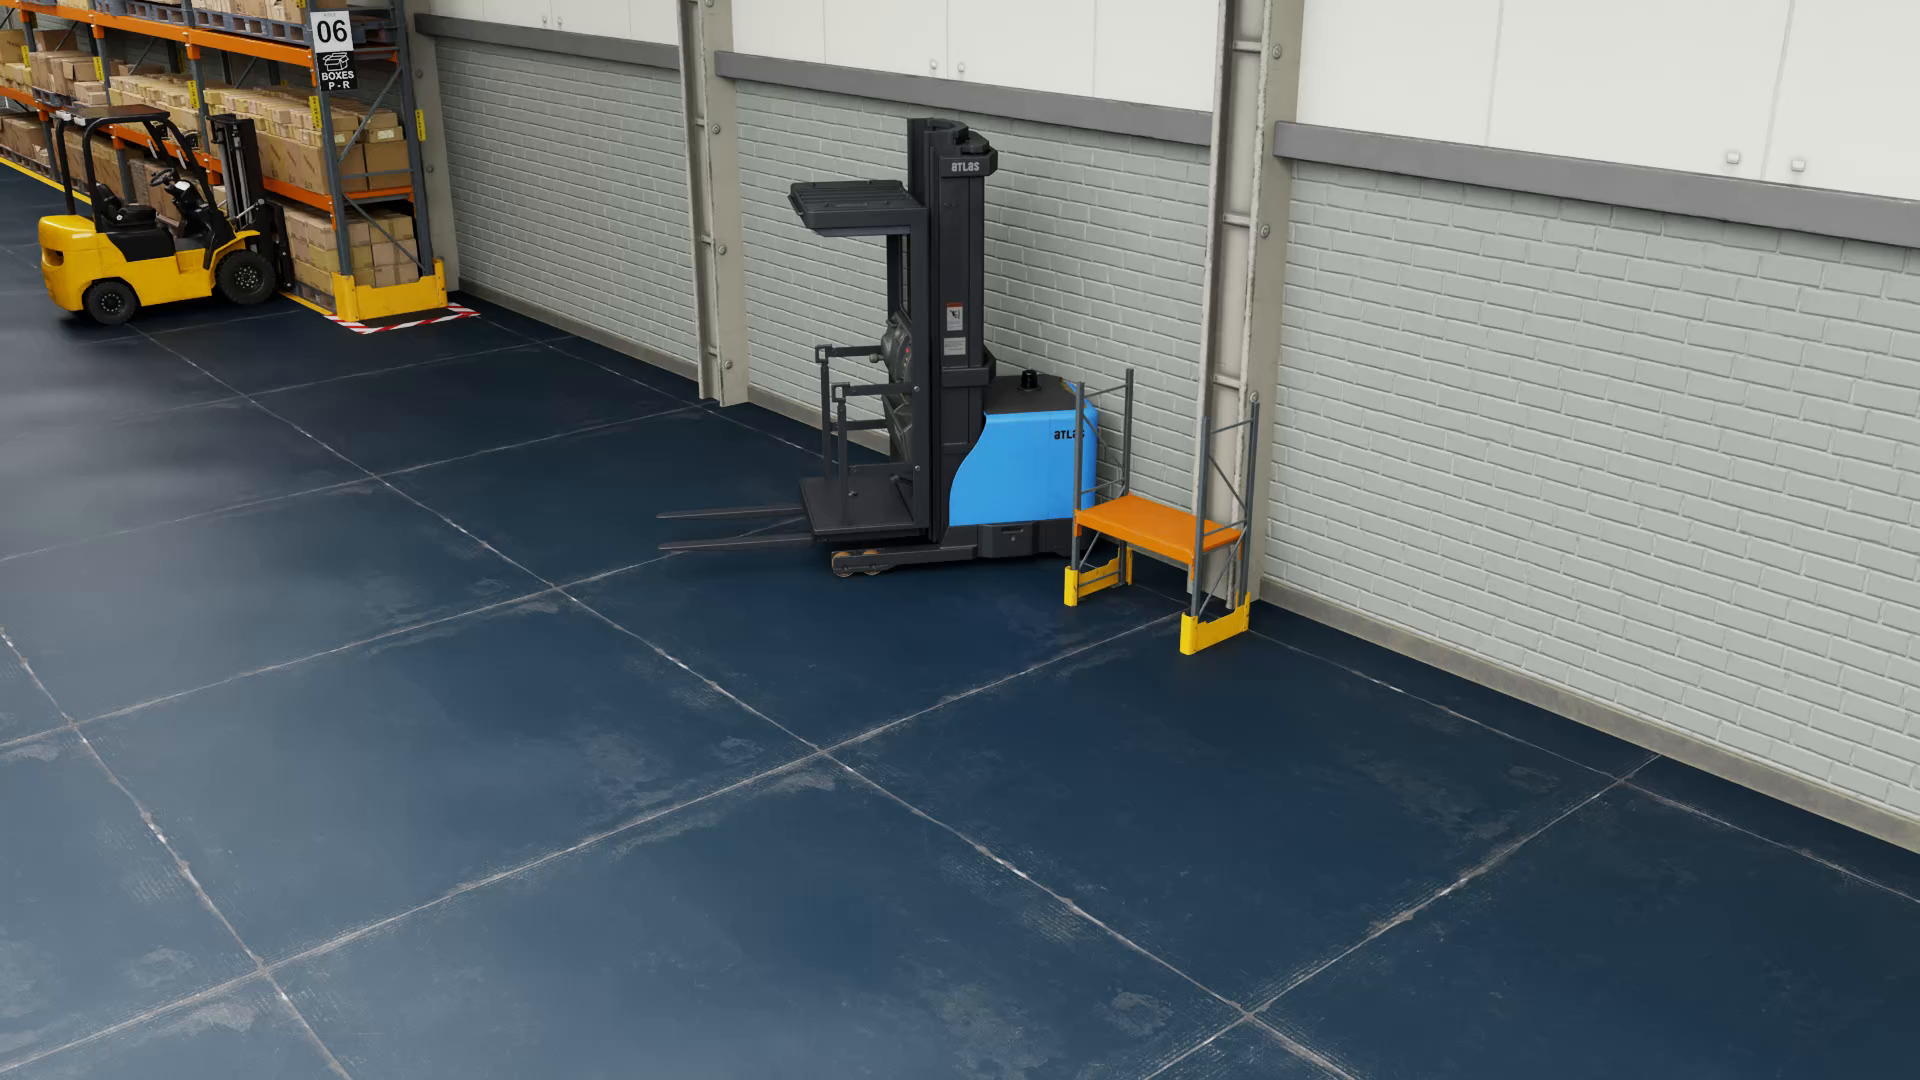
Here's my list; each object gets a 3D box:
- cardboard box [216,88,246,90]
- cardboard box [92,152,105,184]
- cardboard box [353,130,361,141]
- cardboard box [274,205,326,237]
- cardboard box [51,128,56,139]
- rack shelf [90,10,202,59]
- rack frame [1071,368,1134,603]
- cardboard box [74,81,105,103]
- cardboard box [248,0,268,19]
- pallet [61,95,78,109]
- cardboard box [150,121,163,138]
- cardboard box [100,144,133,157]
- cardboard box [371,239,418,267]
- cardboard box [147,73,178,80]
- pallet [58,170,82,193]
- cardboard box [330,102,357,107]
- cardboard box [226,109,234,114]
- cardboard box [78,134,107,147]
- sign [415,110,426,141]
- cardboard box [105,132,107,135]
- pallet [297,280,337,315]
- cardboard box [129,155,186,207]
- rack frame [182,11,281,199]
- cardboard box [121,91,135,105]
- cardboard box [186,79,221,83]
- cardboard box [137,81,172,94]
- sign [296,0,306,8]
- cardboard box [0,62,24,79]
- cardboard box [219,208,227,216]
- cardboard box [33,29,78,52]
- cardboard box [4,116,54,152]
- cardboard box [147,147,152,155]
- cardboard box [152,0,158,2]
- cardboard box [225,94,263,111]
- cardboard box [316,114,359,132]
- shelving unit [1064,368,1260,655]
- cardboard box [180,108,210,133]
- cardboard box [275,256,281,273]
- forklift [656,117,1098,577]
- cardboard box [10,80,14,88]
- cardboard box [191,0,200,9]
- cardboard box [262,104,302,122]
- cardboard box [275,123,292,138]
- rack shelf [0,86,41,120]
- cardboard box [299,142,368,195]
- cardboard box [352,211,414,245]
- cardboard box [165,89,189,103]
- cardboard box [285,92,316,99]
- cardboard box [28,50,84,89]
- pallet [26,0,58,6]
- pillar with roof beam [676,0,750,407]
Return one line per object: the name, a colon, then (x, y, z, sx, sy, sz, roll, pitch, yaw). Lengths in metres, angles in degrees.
cardboard box: (-9.463, -5.767, 21.568, 0.380, 0.149, 0.250, -18, 28, -38)
cardboard box: (-12.628, -5.536, 24.856, 0.500, 0.500, 0.500, -16, 27, -35)
cardboard box: (-6.539, -4.500, 18.335, 0.380, 0.149, 0.250, -17, 27, -37)
cardboard box: (-7.516, -3.654, 19.023, 0.500, 0.250, 0.500, -17, 27, -37)
cardboard box: (-14.105, -6.430, 26.250, 0.380, 0.149, 0.250, -16, 26, -35)
rack shelf: (-10.221, -6.663, 21.756, 1.077, 0.370, 4.000, -17, 27, -37)
rack frame: (0.921, -0.344, 10.806, 0.500, 1.500, 0.032, -18, 28, -39)
cardboard box: (-12.461, -6.494, 24.080, 0.500, 0.250, 0.500, -19, 28, -40)
cardboard box: (-7.371, -6.000, 18.226, 0.700, 0.500, 0.500, -17, 27, -37)
pallet: (-12.800, -6.600, 24.986, 1.003, 0.211, 1.213, -17, 27, -37)
cardboard box: (-10.419, -5.479, 22.064, 0.500, 0.250, 0.500, -16, 27, -36)
cardboard box: (-12.381, -5.715, 24.424, 0.380, 0.149, 0.250, -19, 28, -39)
cardboard box: (-6.454, -3.271, 18.731, 0.500, 0.250, 0.500, -17, 27, -36)
cardboard box: (-11.161, -6.461, 23.339, 0.380, 0.149, 0.250, -16, 27, -36)
pallet: (-13.578, -5.745, 26.362, 1.003, 0.211, 1.213, -17, 27, -37)
cardboard box: (-7.032, -4.863, 18.852, 0.380, 0.149, 0.250, -16, 27, -36)
cardboard box: (-8.441, -5.024, 19.672, 0.380, 0.149, 0.250, -17, 27, -36)
cardboard box: (-13.206, -6.084, 25.367, 0.380, 0.149, 0.250, -16, 27, -36)
sign: (-5.881, -4.514, 18.100, 0.100, 0.325, 0.005, -17, 27, -37)
cardboard box: (-13.151, -6.358, 26.067, 0.380, 0.149, 0.250, -19, 28, -40)
pallet: (-6.836, -2.846, 18.962, 1.003, 0.211, 1.213, -17, 27, -37)
cardboard box: (-11.130, -5.068, 23.490, 0.875, 0.625, 0.625, -16, 27, -36)
rack frame: (-8.916, -5.049, 20.761, 1.000, 3.000, 0.127, -17, 27, -37)
cardboard box: (-11.096, -5.997, 22.703, 0.500, 0.250, 0.500, -16, 27, -36)
cardboard box: (-10.232, -6.138, 22.515, 0.380, 0.149, 0.250, -18, 28, -38)
cardboard box: (-10.813, -6.074, 22.353, 0.380, 0.149, 0.250, -17, 27, -37)
sign: (-6.725, -5.590, 16.925, 0.100, 0.325, 0.005, -17, 27, -37)
cardboard box: (-15.644, -7.828, 27.656, 0.500, 0.250, 0.500, -18, 28, -39)
cardboard box: (-8.834, -3.989, 20.565, 0.500, 0.250, 0.500, -18, 27, -38)
cardboard box: (-14.908, -8.151, 27.452, 0.500, 0.500, 0.500, -18, 28, -39)
cardboard box: (-15.893, -6.959, 28.489, 0.700, 0.500, 0.500, -16, 27, -35)
cardboard box: (-11.784, -5.785, 24.604, 0.380, 0.149, 0.250, -16, 27, -36)
cardboard box: (-9.864, -6.802, 20.756, 0.380, 0.149, 0.250, -18, 27, -38)
cardboard box: (-8.430, -5.162, 19.617, 0.380, 0.149, 0.250, -17, 27, -36)
cardboard box: (-6.698, -4.479, 17.873, 0.380, 0.149, 0.250, -17, 27, -37)
shelving unit: (1.256, -0.209, 10.461, 0.587, 1.500, 1.083, -18, 28, -39)
cardboard box: (-9.430, -5.286, 20.888, 0.500, 0.250, 0.500, -18, 28, -39)
cardboard box: (-7.844, -3.331, 19.571, 0.500, 0.250, 0.500, -16, 27, -36)
forklift: (-0.612, -1.322, 11.341, 3.031, 2.935, 1.130, -4, 22, -10)
cardboard box: (-15.531, -7.600, 27.620, 0.380, 0.149, 0.250, -18, 27, -38)
cardboard box: (-8.853, -6.374, 19.663, 0.380, 0.149, 0.250, -17, 27, -36)
cardboard box: (-7.607, -4.808, 18.712, 0.380, 0.149, 0.250, -17, 27, -36)
cardboard box: (-7.419, -4.605, 18.601, 0.380, 0.149, 0.250, -19, 28, -39)
rack shelf: (-15.443, -7.476, 27.946, 1.077, 0.370, 4.000, -17, 27, -37)
cardboard box: (-6.825, -4.063, 18.108, 0.500, 0.500, 0.500, -18, 28, -39)
cardboard box: (-6.475, -3.502, 18.636, 0.500, 0.250, 0.500, -18, 28, -38)
cardboard box: (-10.005, -5.714, 21.434, 0.380, 0.149, 0.250, -18, 28, -39)
cardboard box: (-7.798, -5.240, 19.814, 0.380, 0.149, 0.250, -18, 28, -38)
cardboard box: (-13.992, -7.314, 25.832, 0.700, 0.500, 0.500, -17, 27, -36)
pallet: (-13.086, -8.085, 24.659, 1.213, 0.211, 1.003, -17, 27, -37)
pillar with roof beam: (-5.421, -4.461, 11.035, 9.100, 9.000, 0.400, -17, 27, -37)
